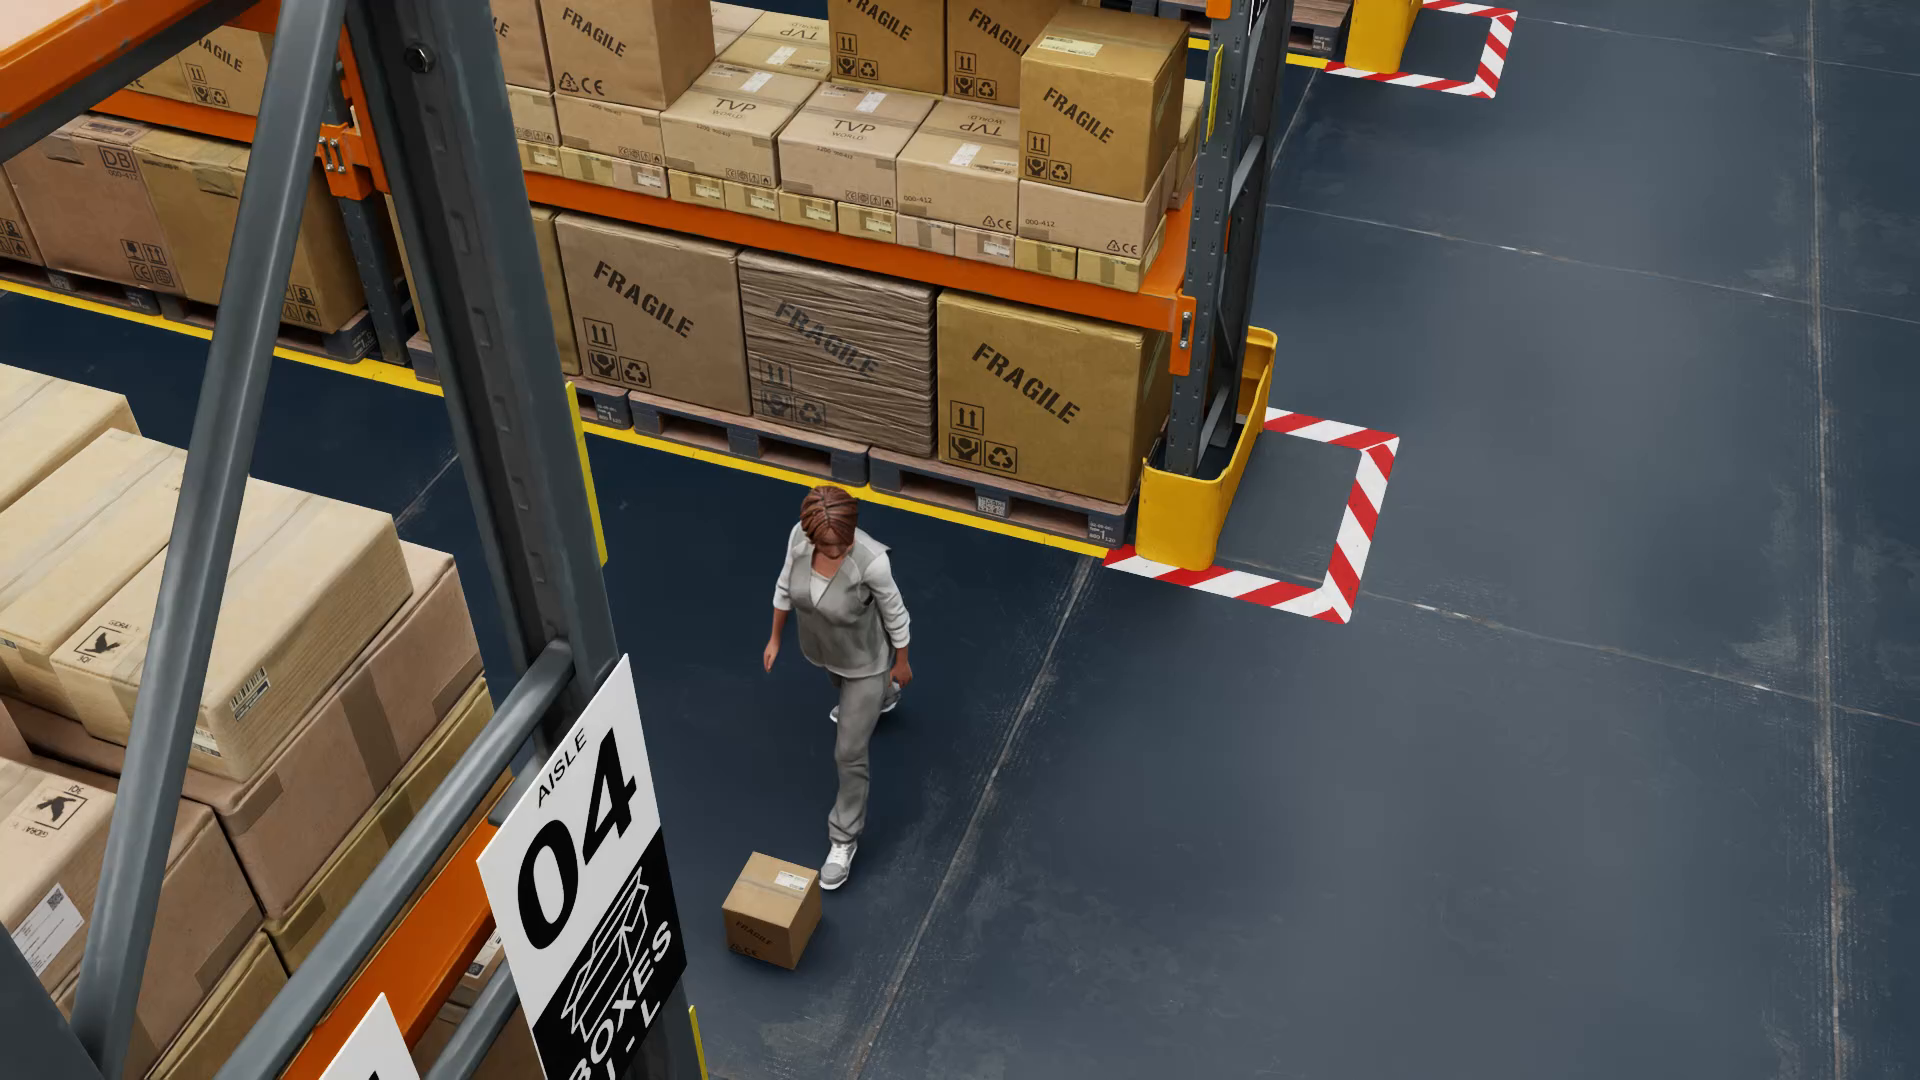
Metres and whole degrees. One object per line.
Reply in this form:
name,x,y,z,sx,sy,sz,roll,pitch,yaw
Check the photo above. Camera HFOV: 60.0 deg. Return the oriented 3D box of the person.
person,-0.422,0.451,5.843,0.555,1.313,0.848,27,49,27
